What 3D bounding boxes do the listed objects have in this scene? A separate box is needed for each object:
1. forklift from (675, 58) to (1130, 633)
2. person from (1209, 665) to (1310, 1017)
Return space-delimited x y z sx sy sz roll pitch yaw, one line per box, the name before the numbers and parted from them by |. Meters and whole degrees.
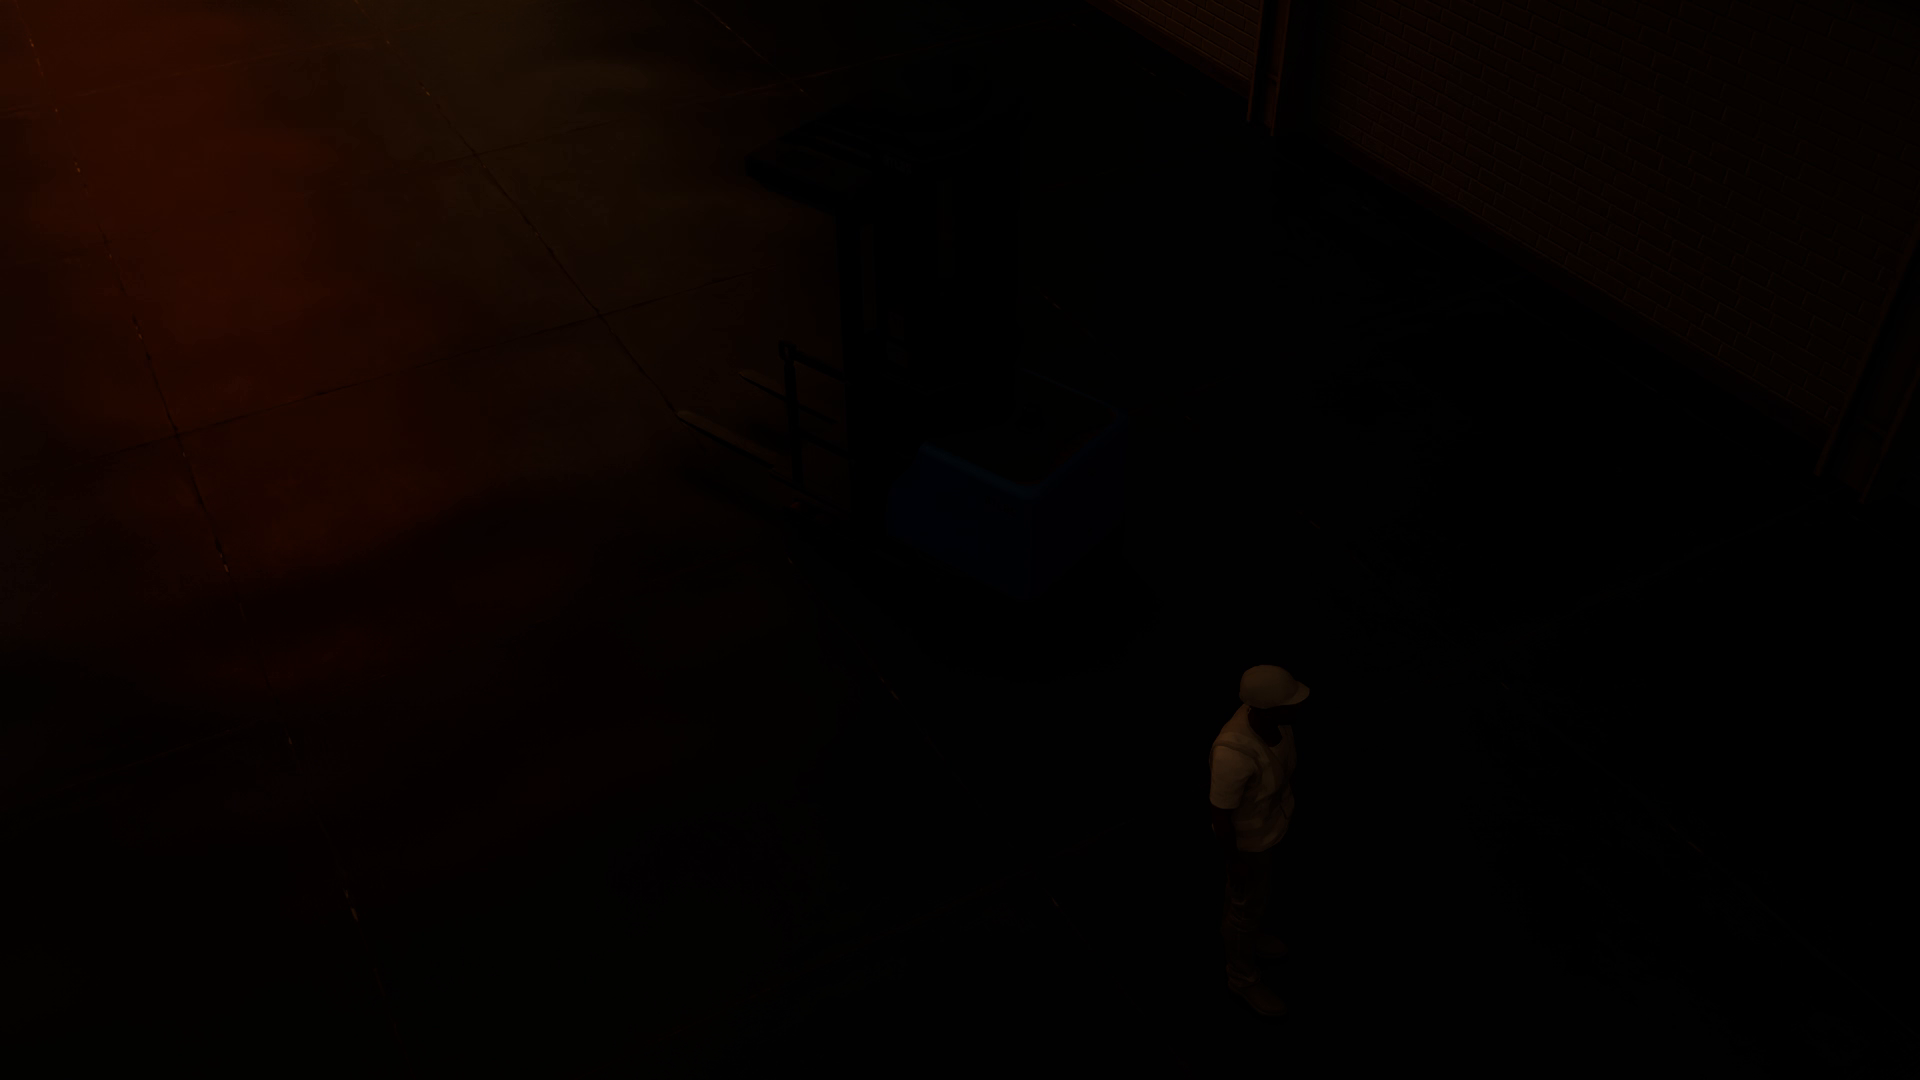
forklift | -0.481 -1.366 9.683 3.031 2.935 1.130 26 46 28
person | 1.380 1.282 7.391 0.575 1.767 0.665 20 44 22
